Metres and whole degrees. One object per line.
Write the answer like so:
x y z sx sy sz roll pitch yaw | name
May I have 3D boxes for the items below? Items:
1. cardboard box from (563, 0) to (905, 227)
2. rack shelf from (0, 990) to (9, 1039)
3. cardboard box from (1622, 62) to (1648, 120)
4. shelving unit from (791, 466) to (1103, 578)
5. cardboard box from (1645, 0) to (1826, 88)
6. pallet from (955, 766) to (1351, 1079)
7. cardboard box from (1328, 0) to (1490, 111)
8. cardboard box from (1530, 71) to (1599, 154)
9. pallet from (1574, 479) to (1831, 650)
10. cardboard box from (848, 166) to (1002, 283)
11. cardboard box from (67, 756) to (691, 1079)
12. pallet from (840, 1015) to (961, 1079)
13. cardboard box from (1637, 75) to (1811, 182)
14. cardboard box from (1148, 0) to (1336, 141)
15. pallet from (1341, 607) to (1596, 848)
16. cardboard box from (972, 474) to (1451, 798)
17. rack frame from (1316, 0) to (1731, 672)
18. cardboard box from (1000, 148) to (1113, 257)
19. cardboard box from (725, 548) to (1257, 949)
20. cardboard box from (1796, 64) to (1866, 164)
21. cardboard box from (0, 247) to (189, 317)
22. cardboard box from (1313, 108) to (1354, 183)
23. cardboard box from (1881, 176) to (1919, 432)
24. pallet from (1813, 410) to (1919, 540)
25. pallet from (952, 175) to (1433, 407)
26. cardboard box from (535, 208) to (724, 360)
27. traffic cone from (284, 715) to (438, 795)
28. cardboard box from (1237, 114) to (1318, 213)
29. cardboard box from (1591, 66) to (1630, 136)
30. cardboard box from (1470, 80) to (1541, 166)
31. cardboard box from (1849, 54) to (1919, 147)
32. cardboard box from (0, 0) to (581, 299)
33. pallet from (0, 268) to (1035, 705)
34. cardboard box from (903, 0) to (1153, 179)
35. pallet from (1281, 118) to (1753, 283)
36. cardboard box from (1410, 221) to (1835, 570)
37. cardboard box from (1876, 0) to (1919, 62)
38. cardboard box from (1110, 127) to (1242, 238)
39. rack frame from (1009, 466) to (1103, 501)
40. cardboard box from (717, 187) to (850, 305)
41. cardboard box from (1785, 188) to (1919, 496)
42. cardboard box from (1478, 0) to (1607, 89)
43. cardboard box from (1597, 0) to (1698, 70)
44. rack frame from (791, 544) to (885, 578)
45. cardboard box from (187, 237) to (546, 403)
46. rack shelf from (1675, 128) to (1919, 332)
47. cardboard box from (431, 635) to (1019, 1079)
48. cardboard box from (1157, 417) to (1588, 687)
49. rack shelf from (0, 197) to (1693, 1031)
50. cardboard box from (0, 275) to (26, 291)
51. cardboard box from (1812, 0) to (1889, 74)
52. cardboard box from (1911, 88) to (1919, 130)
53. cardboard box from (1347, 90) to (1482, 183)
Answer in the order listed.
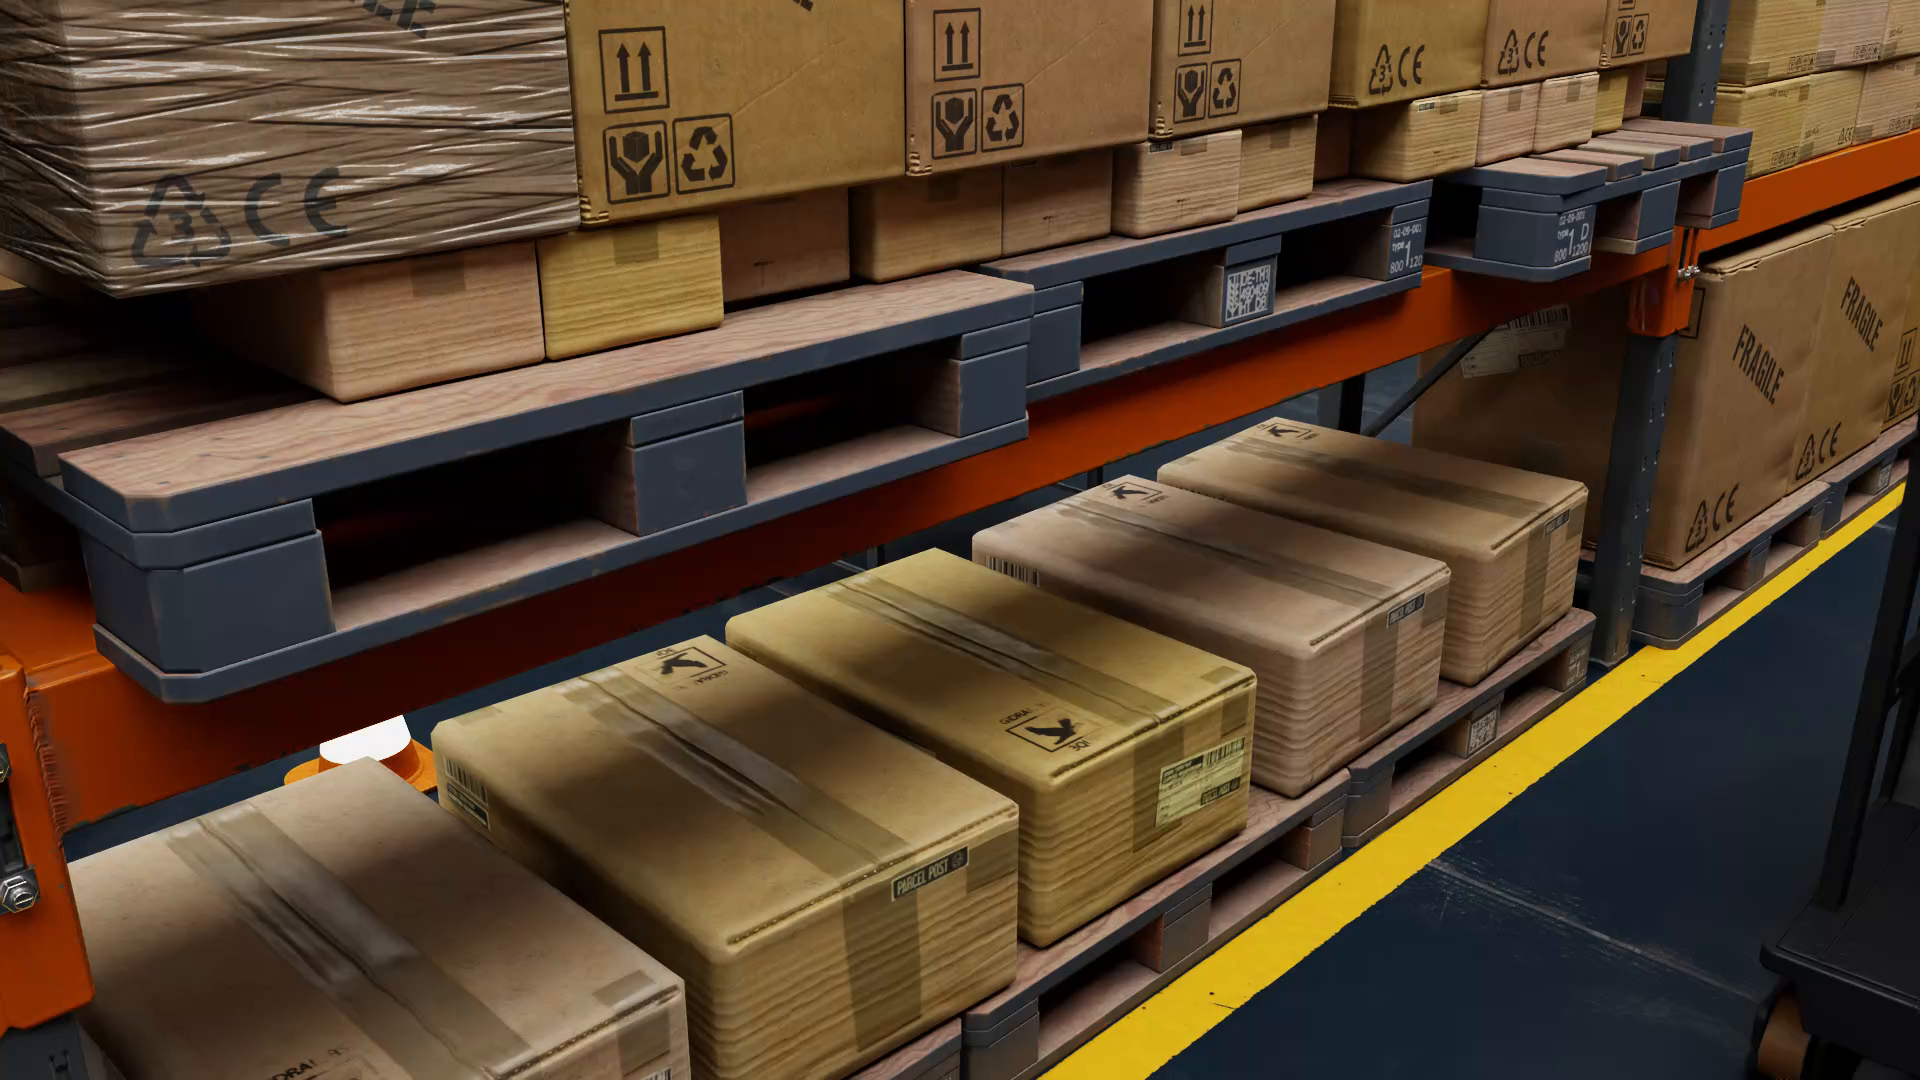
-0.420 -0.707 2.093 0.500 0.500 0.500 19 28 41 | cardboard box
-2.697 0.702 0.569 1.077 0.370 4.000 19 28 41 | rack shelf
1.428 -1.111 4.050 0.250 0.149 0.380 -19 28 -40 | cardboard box
-0.059 -0.678 5.248 0.538 1.500 1.048 19 28 41 | shelving unit
2.019 -1.408 4.568 0.500 0.250 0.500 19 28 40 | cardboard box
0.091 0.638 3.619 1.003 0.211 1.213 19 28 41 | pallet
0.667 -1.105 3.130 0.500 0.500 0.500 17 27 37 | cardboard box
1.150 -0.948 3.626 0.380 0.149 0.250 19 28 40 | cardboard box
2.093 -0.058 5.431 1.003 0.211 1.213 19 28 41 | pallet
-0.157 -0.499 2.456 0.250 0.149 0.380 -20 28 -41 | cardboard box
-0.938 0.748 2.526 0.950 0.372 0.625 20 29 41 | cardboard box
-0.760 0.954 2.799 1.003 0.211 1.213 19 28 41 | pallet
2.010 -1.169 4.643 0.500 0.250 0.500 19 28 40 | cardboard box
0.285 -0.965 2.765 0.500 0.500 0.500 18 27 39 | cardboard box
0.942 0.326 4.431 1.003 0.211 1.213 19 28 41 | pallet
0.578 0.189 3.979 0.950 0.372 0.625 19 28 40 | cardboard box
1.489 -1.176 4.453 1.000 3.000 0.127 19 28 41 | rack frame
0.017 -0.562 2.621 0.380 0.149 0.250 20 28 41 | cardboard box
0.045 0.383 3.475 0.625 0.372 0.950 -19 28 -40 | cardboard box
2.356 -1.305 4.998 0.500 0.250 0.500 18 28 39 | cardboard box
-1.141 -0.428 2.271 0.250 0.149 0.380 -20 28 -41 | cardboard box
0.521 -0.778 3.183 0.380 0.149 0.250 20 28 41 | cardboard box
3.279 -0.995 6.358 0.875 0.875 0.875 -19 28 -40 | cardboard box
2.944 -0.370 6.243 1.003 0.211 1.213 19 28 41 | pallet
0.137 -0.567 3.136 1.003 0.211 1.213 19 28 41 | pallet
-0.509 -0.351 2.072 0.250 0.149 0.380 -19 28 -41 | cardboard box
-1.440 0.367 3.973 0.336 0.463 0.334 19 28 41 | traffic cone
0.404 -0.693 2.962 0.380 0.149 0.250 18 27 39 | cardboard box
1.293 -1.024 3.823 0.250 0.149 0.380 -20 28 -41 | cardboard box
0.968 -0.886 3.463 0.380 0.149 0.250 18 27 38 | cardboard box
2.726 -1.438 5.345 0.500 0.250 0.500 -19 28 -40 | cardboard box
-0.769 -0.578 1.758 0.500 0.500 0.500 -19 28 -41 | cardboard box
-0.664 -0.218 2.228 1.003 0.211 1.213 19 28 41 | pallet
-0.066 -0.830 2.415 0.500 0.500 0.500 19 28 40 | cardboard box
1.068 -0.876 3.941 1.213 0.211 1.003 19 28 41 | pallet
2.030 -0.537 5.166 0.875 0.875 0.875 19 28 40 | cardboard box
2.737 -1.665 5.238 0.500 0.250 0.500 19 28 40 | cardboard box
0.239 -0.617 2.765 0.250 0.149 0.380 -19 28 -40 | cardboard box
0.295 -0.809 5.588 0.500 1.500 0.032 19 28 41 | rack frame
-0.366 -0.443 2.312 0.250 0.149 0.380 -18 27 -39 | cardboard box
2.655 -0.765 5.760 0.875 0.875 0.875 20 29 41 | cardboard box
1.018 -1.235 3.468 0.500 0.500 0.500 19 28 40 | cardboard box
1.371 -1.371 3.821 0.500 0.500 0.500 18 28 39 | cardboard box
-0.414 -0.547 4.908 0.500 1.500 0.032 19 28 41 | rack frame
-0.690 -0.289 1.911 0.250 0.149 0.380 -20 28 -41 | cardboard box
2.884 -1.354 5.919 1.077 0.370 4.000 19 28 41 | rack shelf
-0.439 0.562 3.009 0.625 0.372 0.950 -18 27 -39 | cardboard box
1.087 -0.002 4.477 0.950 0.372 0.625 17 27 37 | cardboard box
0.093 -0.326 3.244 1.077 0.370 4.000 19 28 41 | rack shelf
-3.875 -0.935 6.378 1.050 0.750 0.750 19 28 41 | cardboard box
2.380 -1.540 4.913 0.500 0.250 0.500 -19 28 -41 | cardboard box
3.068 -1.566 5.677 0.500 0.250 0.500 19 28 41 | cardboard box
0.786 -0.811 3.269 0.250 0.149 0.380 -20 28 -41 | cardboard box
